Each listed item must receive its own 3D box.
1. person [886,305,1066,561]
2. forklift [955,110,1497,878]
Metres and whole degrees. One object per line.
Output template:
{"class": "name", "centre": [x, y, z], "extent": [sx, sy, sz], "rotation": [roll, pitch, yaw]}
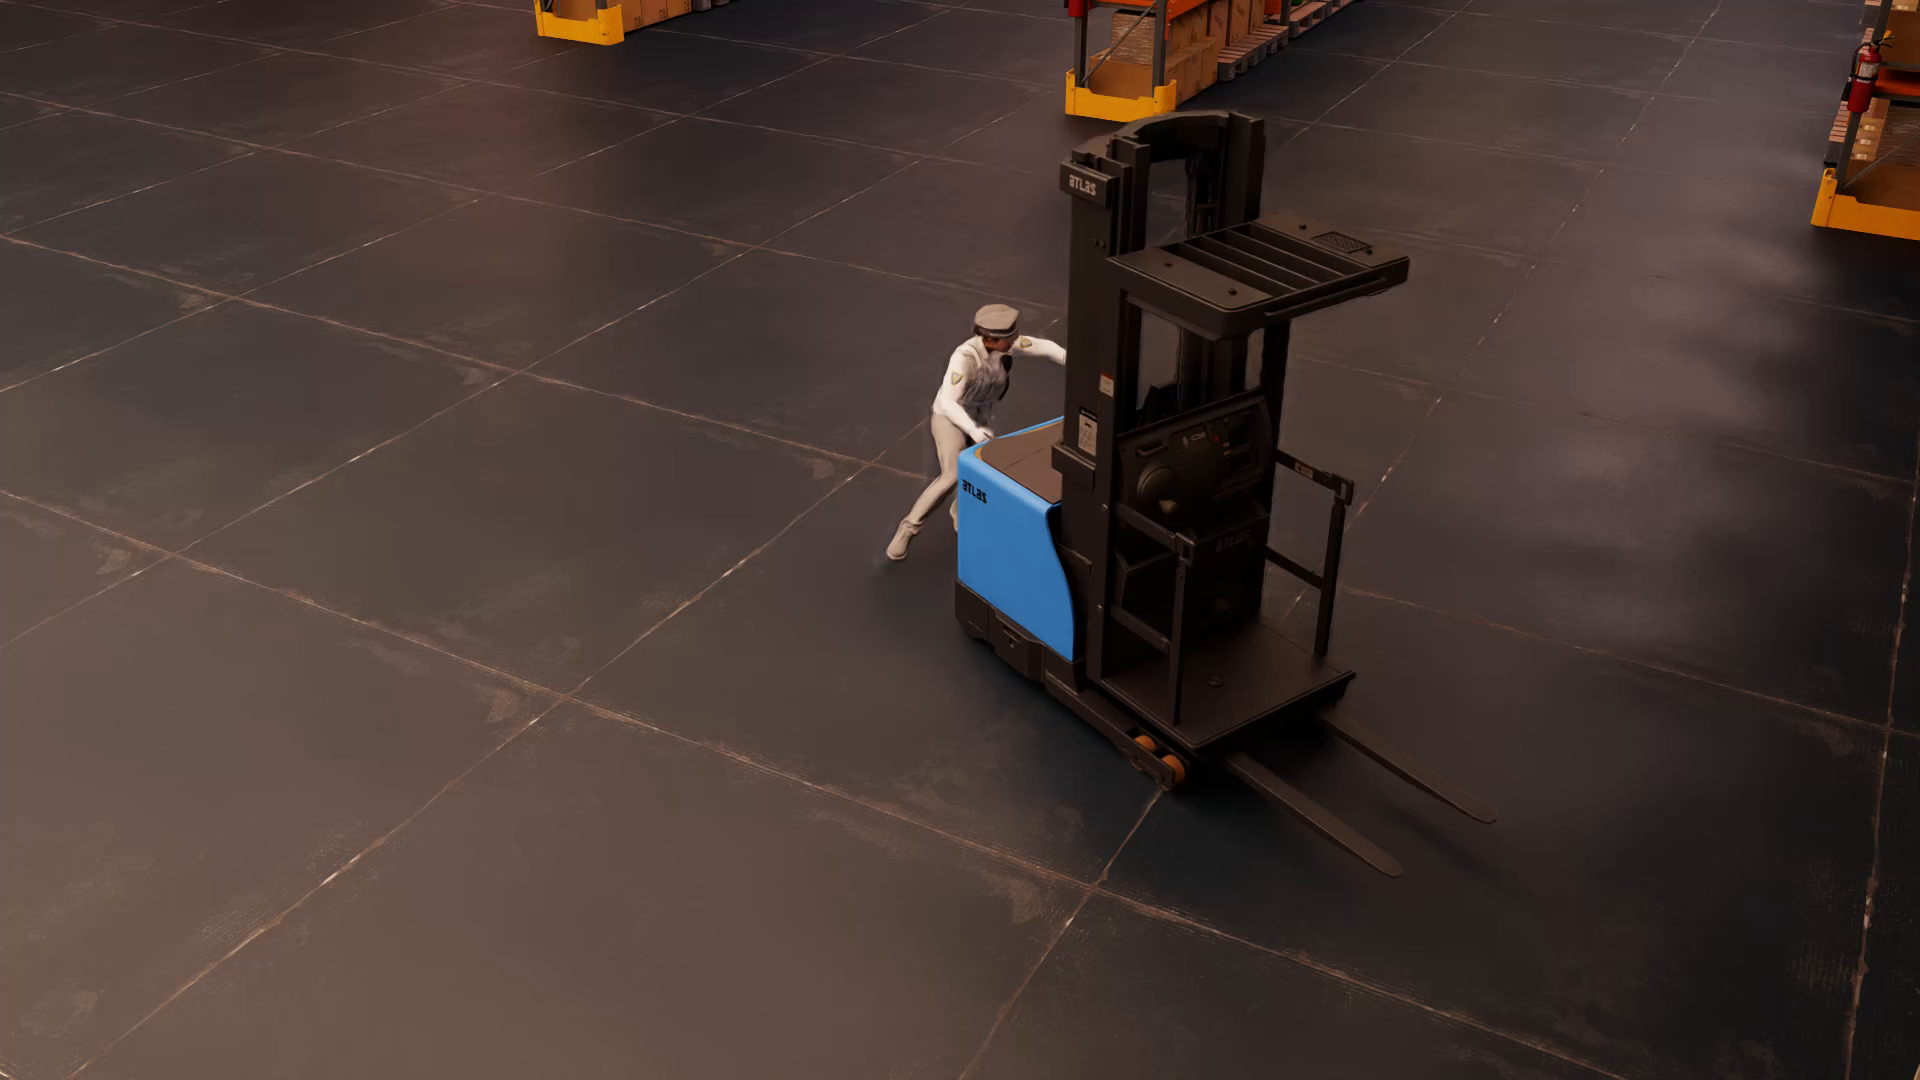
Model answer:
{"class": "person", "centre": [0.105, -0.635, 9.719], "extent": [1.335, 1.428, 0.792], "rotation": [-26, 39, -37]}
{"class": "forklift", "centre": [1.240, -0.352, 7.681], "extent": [1.130, 2.935, 3.031], "rotation": [-20, 35, -30]}
